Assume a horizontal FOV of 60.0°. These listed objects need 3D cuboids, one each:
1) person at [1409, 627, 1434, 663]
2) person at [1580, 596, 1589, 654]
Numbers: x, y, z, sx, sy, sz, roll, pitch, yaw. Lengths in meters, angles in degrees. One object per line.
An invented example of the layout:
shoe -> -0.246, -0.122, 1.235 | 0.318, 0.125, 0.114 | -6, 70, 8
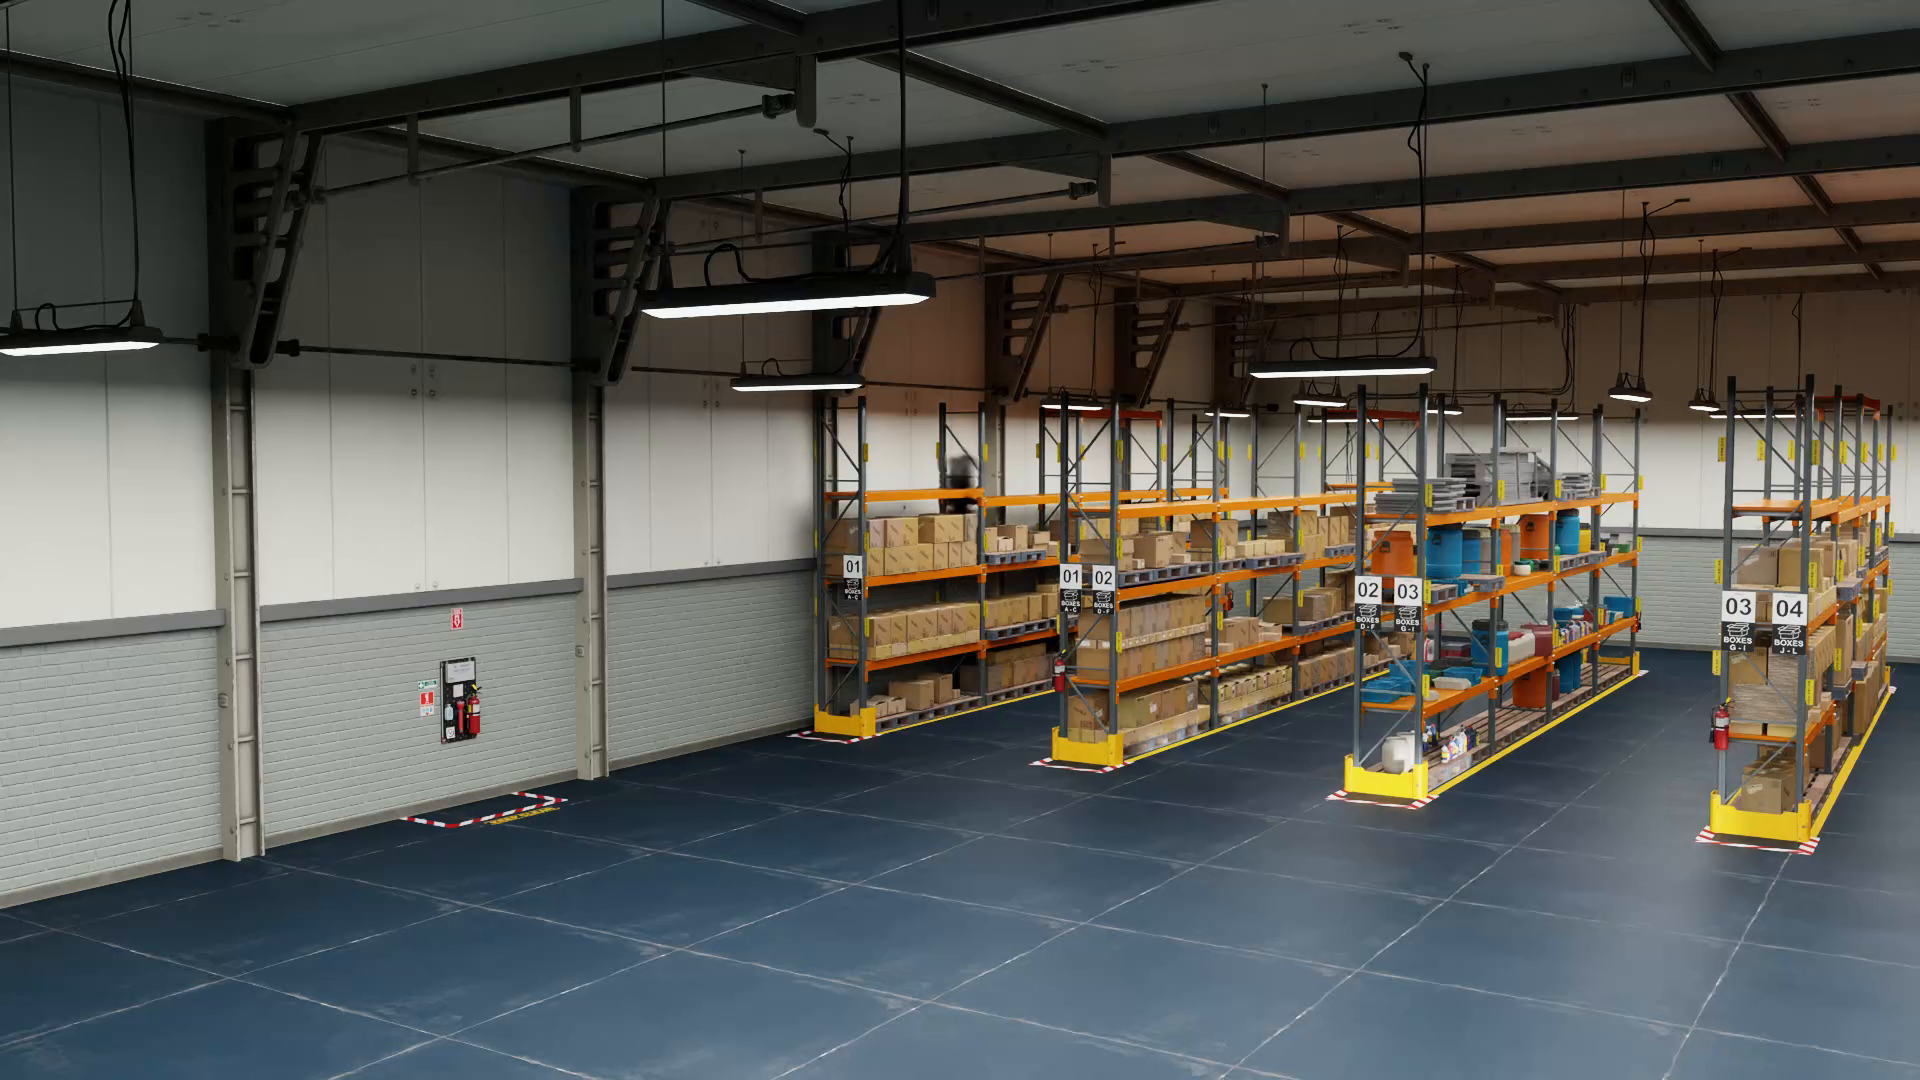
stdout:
person -> 8.688, 2.451, 31.207 | 0.528, 1.751, 0.633 | -2, 4, -32
person -> 15.575, 2.093, 41.346 | 0.591, 1.492, 0.812 | -1, 3, -19
